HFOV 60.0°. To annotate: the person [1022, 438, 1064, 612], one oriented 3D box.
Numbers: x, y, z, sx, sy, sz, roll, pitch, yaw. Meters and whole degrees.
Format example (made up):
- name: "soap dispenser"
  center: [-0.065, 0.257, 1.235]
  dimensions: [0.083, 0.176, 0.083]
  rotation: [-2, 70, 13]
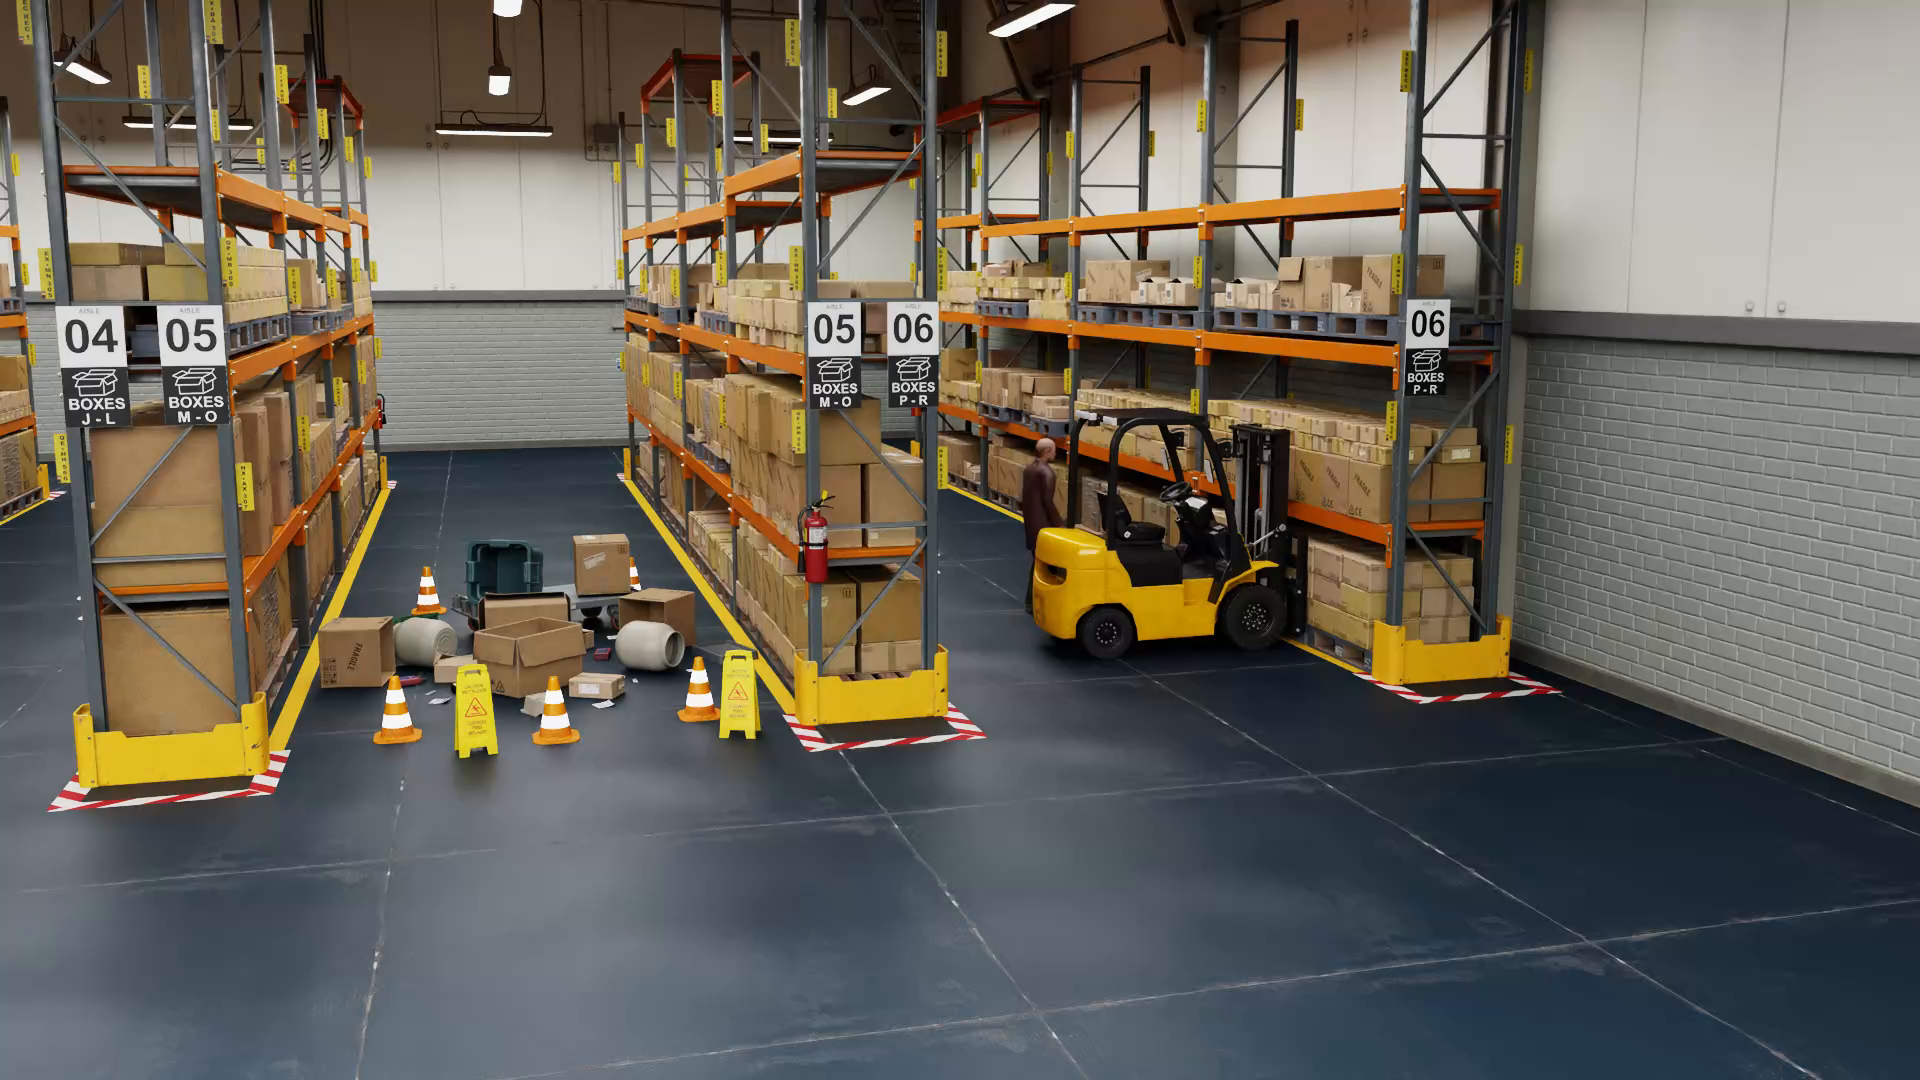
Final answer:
- name: "person"
  center: [0.846, -0.139, 16.777]
  dimensions: [0.424, 1.777, 0.591]
  rotation: [-3, 10, -18]
